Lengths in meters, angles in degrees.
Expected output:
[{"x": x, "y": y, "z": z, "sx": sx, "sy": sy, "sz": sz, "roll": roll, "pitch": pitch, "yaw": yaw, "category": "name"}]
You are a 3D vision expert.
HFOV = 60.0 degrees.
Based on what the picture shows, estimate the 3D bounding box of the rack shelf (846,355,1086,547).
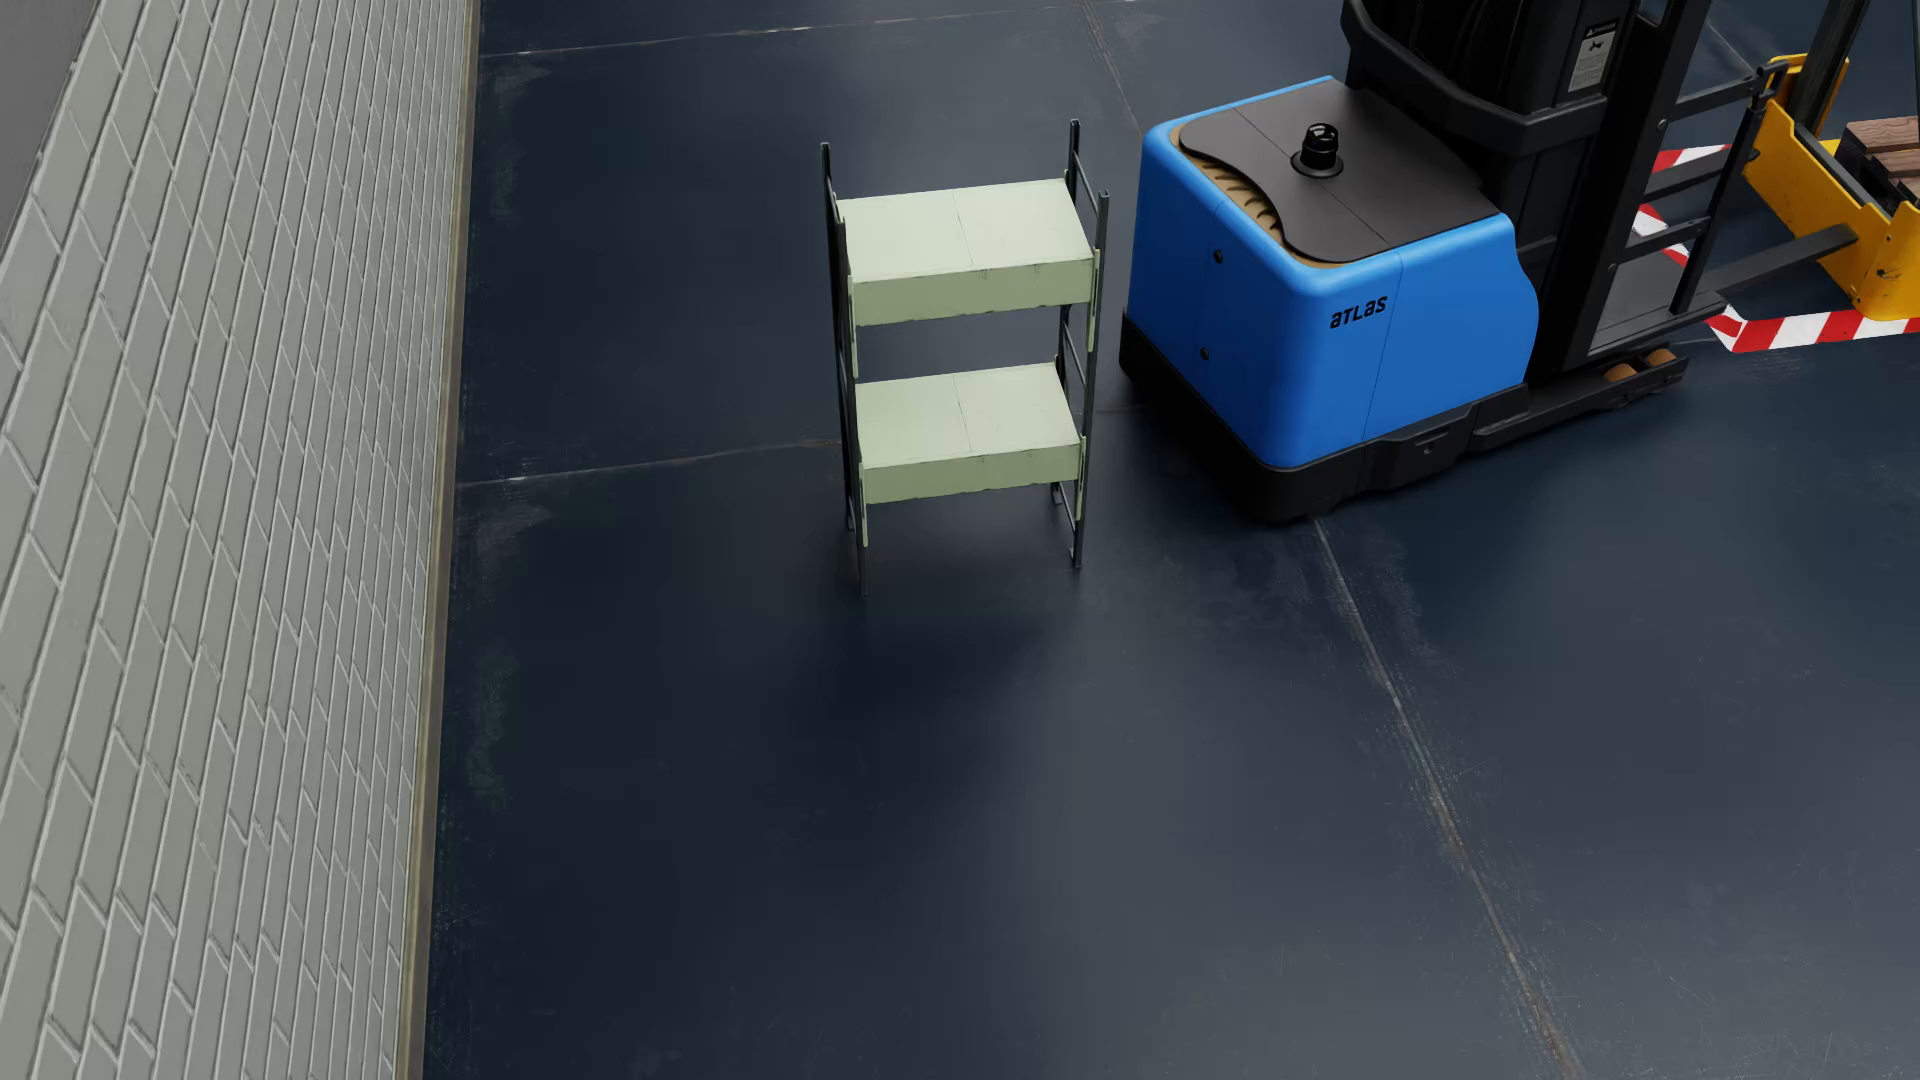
[{"x": 0.007, "y": -0.295, "z": 5.445, "sx": 0.720, "sy": 0.370, "sz": 0.431, "roll": -7, "pitch": 46, "yaw": -7, "category": "rack shelf"}]

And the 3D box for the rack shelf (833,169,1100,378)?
[{"x": 0.007, "y": -0.792, "z": 4.930, "sx": 0.720, "sy": 0.370, "sz": 0.431, "roll": -7, "pitch": 46, "yaw": -7, "category": "rack shelf"}]

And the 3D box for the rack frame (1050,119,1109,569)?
[{"x": 0.367, "y": -0.566, "z": 5.254, "sx": 0.023, "sy": 1.500, "sz": 0.400, "roll": -7, "pitch": 46, "yaw": -7, "category": "rack frame"}]

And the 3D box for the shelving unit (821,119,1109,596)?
[{"x": 0.007, "y": -0.521, "z": 5.211, "sx": 0.755, "sy": 1.500, "sz": 0.431, "roll": -7, "pitch": 46, "yaw": -7, "category": "shelving unit"}]

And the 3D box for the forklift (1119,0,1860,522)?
[{"x": 2.153, "y": -1.831, "z": 5.478, "sx": 3.031, "sy": 2.935, "sz": 1.130, "roll": -20, "pitch": 49, "yaw": -18, "category": "forklift"}]

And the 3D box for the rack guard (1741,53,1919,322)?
[{"x": 3.662, "y": -1.467, "z": 6.816, "sx": 0.348, "sy": 0.500, "sz": 1.175, "roll": -7, "pitch": 46, "yaw": -7, "category": "rack guard"}]

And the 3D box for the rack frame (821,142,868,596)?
[{"x": -0.354, "y": -0.476, "z": 5.167, "sx": 0.023, "sy": 1.500, "sz": 0.400, "roll": -7, "pitch": 46, "yaw": -7, "category": "rack frame"}]

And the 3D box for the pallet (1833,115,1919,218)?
[{"x": 4.503, "y": -1.453, "z": 7.003, "sx": 1.213, "sy": 0.211, "sz": 1.003, "roll": -7, "pitch": 46, "yaw": -7, "category": "pallet"}]

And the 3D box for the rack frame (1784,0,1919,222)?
[{"x": 3.684, "y": -2.346, "z": 5.928, "sx": 0.127, "sy": 3.000, "sz": 1.000, "roll": -7, "pitch": 46, "yaw": -7, "category": "rack frame"}]
